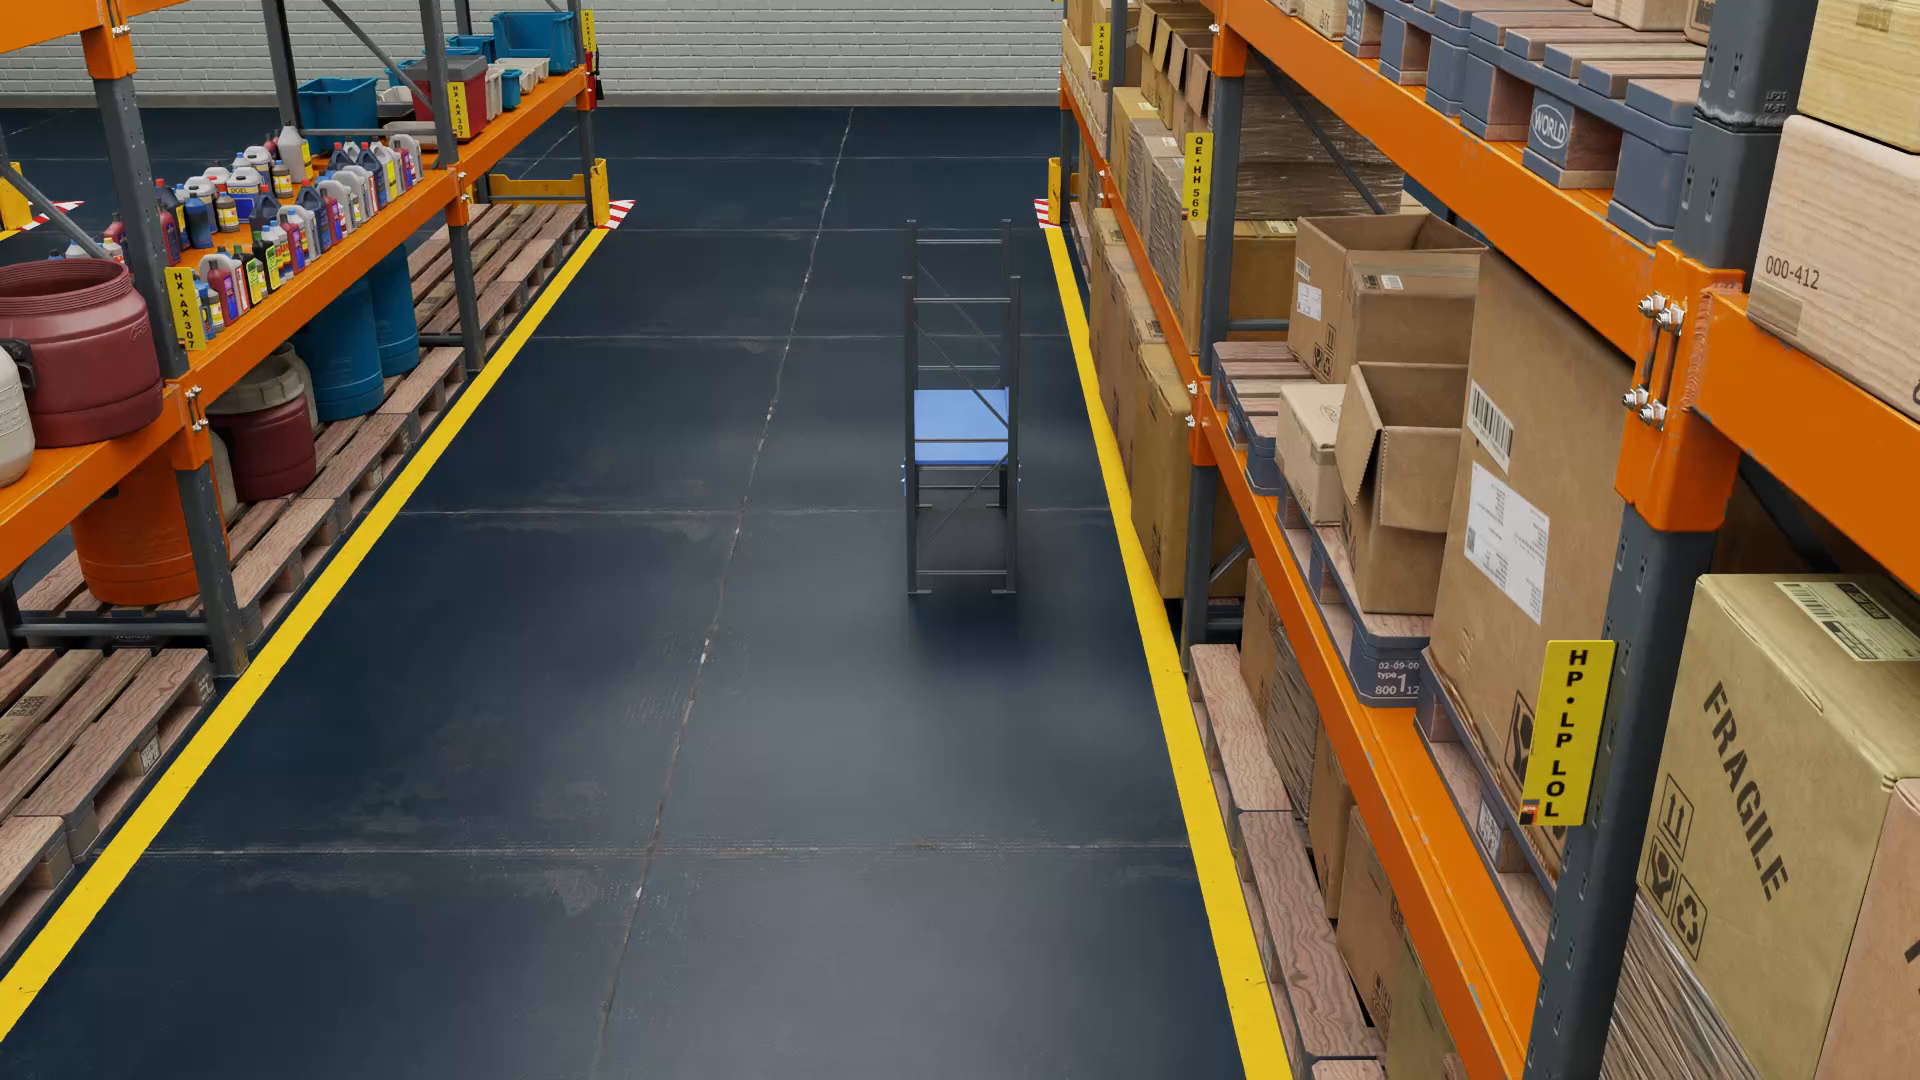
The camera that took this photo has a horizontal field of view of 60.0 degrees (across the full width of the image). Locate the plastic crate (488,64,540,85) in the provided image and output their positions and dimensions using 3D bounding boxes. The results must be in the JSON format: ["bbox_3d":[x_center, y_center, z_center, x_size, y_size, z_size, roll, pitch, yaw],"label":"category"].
[{"bbox_3d":[-3.424,-3.553,12.712,0.396,0.136,0.243,0,24,-1],"label":"plastic crate"}]

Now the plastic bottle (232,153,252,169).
[{"bbox_3d":[-3.957,-2.002,9.193,0.097,0.271,0.097,0,24,0],"label":"plastic bottle"}]

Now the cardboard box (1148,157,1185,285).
[{"bbox_3d":[1.176,-1.493,7.790,0.500,0.500,0.500,-1,24,-2],"label":"cardboard box"}]

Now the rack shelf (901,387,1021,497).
[{"bbox_3d":[0.001,-0.484,7.937,0.538,0.185,1.000,0,24,-1],"label":"rack shelf"}]

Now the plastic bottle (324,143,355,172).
[{"bbox_3d":[-3.364,-1.975,9.037,0.144,0.351,0.185,0,24,-1],"label":"plastic bottle"}]

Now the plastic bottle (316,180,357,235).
[{"bbox_3d":[-3.218,-1.725,8.575,0.152,0.276,0.135,0,24,-1],"label":"plastic bottle"}]

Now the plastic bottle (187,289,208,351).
[{"bbox_3d":[-3.197,-0.927,6.810,0.152,0.276,0.135,0,24,-1],"label":"plastic bottle"}]

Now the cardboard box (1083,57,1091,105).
[{"bbox_3d":[1.113,-3.146,11.386,0.500,0.250,0.500,0,24,1],"label":"cardboard box"}]

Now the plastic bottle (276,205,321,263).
[{"bbox_3d":[-3.212,-1.498,8.073,0.152,0.276,0.135,0,24,-1],"label":"plastic bottle"}]

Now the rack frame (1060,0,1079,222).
[{"bbox_3d":[1.350,-4.122,13.725,1.000,3.000,0.127,0,24,-1],"label":"rack frame"}]

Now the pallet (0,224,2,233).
[{"bbox_3d":[-8.545,-2.449,13.409,1.003,0.211,1.213,0,24,-1],"label":"pallet"}]

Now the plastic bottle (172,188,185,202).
[{"bbox_3d":[-3.947,-1.636,8.383,0.097,0.271,0.097,0,24,0],"label":"plastic bottle"}]

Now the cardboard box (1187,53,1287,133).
[{"bbox_3d":[1.441,-1.898,7.469,0.797,0.503,0.637,0,24,1],"label":"cardboard box"}]

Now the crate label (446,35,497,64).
[{"bbox_3d":[-3.929,-3.948,13.470,0.416,0.233,0.303,0,24,-1],"label":"crate label"}]

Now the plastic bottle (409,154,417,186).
[{"bbox_3d":[-3.203,-2.153,9.611,0.097,0.201,0.097,0,24,0],"label":"plastic bottle"}]

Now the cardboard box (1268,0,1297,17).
[{"bbox_3d":[1.193,-1.718,4.950,0.500,0.250,0.500,0,24,1],"label":"cardboard box"}]

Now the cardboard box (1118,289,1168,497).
[{"bbox_3d":[1.449,-0.701,8.229,1.225,0.875,0.875,0,24,0],"label":"cardboard box"}]

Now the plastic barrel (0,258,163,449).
[{"bbox_3d":[-3.207,-0.676,5.939,0.600,0.536,0.708,0,24,-1],"label":"plastic barrel"}]

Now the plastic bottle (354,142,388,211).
[{"bbox_3d":[-3.219,-1.976,9.039,0.144,0.351,0.185,0,24,-1],"label":"plastic bottle"}]

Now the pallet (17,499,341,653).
[{"bbox_3d":[-3.565,0.142,7.679,1.003,0.211,1.213,0,24,-1],"label":"pallet"}]

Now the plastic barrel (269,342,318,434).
[{"bbox_3d":[-3.645,-0.761,8.801,0.421,0.512,0.421,0,24,0],"label":"plastic barrel"}]

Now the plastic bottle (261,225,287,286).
[{"bbox_3d":[-3.179,-1.313,7.670,0.097,0.271,0.097,0,24,0],"label":"plastic bottle"}]

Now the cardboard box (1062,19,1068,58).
[{"bbox_3d":[1.086,-3.991,13.254,0.500,0.250,0.500,-1,24,-2],"label":"cardboard box"}]

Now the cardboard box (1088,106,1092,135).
[{"bbox_3d":[1.055,-2.802,11.109,0.380,0.149,0.250,0,24,0],"label":"cardboard box"}]

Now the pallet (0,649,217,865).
[{"bbox_3d":[-3.545,0.786,6.255,1.003,0.211,1.213,0,24,-1],"label":"pallet"}]

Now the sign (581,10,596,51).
[{"bbox_3d":[-3.052,-4.184,13.662,0.100,0.325,0.005,0,24,-1],"label":"sign"}]

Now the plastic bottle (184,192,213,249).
[{"bbox_3d":[-3.802,-1.596,8.295,0.097,0.271,0.097,0,24,0],"label":"plastic bottle"}]

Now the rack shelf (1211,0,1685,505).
[{"bbox_3d":[1.459,-1.041,4.144,1.077,0.370,4.000,0,24,-1],"label":"rack shelf"}]

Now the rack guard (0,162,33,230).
[{"bbox_3d":[-8.555,-2.909,14.076,1.175,0.500,0.348,0,24,-1],"label":"rack guard"}]

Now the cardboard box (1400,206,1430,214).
[{"bbox_3d":[1.704,-1.073,6.861,0.500,0.500,0.500,0,24,1],"label":"cardboard box"}]

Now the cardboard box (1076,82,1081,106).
[{"bbox_3d":[1.042,-3.226,12.048,0.380,0.149,0.250,-1,24,-2],"label":"cardboard box"}]

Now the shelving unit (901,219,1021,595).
[{"bbox_3d":[0.001,-0.648,7.863,0.538,1.500,1.048,0,24,-1],"label":"shelving unit"}]

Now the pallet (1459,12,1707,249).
[{"bbox_3d":[1.581,-0.714,2.776,1.213,0.211,1.003,0,24,-1],"label":"pallet"}]

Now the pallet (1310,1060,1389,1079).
[{"bbox_3d":[1.471,1.772,4.076,1.003,0.211,1.213,0,24,-1],"label":"pallet"}]

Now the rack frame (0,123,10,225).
[{"bbox_3d":[-8.555,-4.079,13.630,1.000,3.000,0.127,0,24,-1],"label":"rack frame"}]

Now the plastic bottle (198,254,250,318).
[{"bbox_3d":[-3.202,-1.118,7.231,0.152,0.276,0.135,0,24,-1],"label":"plastic bottle"}]

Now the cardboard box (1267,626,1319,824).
[{"bbox_3d":[1.484,0.617,5.745,0.700,0.500,0.500,-2,24,-5],"label":"cardboard box"}]

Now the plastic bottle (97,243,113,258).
[{"bbox_3d":[-3.938,-1.261,7.640,0.097,0.201,0.097,0,24,0],"label":"plastic bottle"}]

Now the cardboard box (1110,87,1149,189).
[{"bbox_3d":[1.149,-2.329,9.638,0.500,0.500,0.500,0,24,0],"label":"cardboard box"}]

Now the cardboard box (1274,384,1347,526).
[{"bbox_3d":[1.226,-0.257,4.851,0.500,0.250,0.500,-1,24,-2],"label":"cardboard box"}]

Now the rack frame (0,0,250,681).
[{"bbox_3d":[-3.515,-0.804,6.387,1.000,3.000,0.127,0,24,-1],"label":"rack frame"}]

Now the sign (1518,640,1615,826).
[{"bbox_3d":[0.926,0.299,2.544,0.100,0.325,0.005,0,24,-1],"label":"sign"}]

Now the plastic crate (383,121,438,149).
[{"bbox_3d":[-3.421,-2.551,10.499,0.396,0.136,0.243,0,24,-1],"label":"plastic crate"}]

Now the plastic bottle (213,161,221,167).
[{"bbox_3d":[-3.972,-1.880,8.908,0.061,0.283,0.133,0,24,-1],"label":"plastic bottle"}]

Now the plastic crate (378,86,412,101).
[{"bbox_3d":[-3.878,-3.075,11.657,0.293,0.136,0.466,0,24,-1],"label":"plastic crate"}]

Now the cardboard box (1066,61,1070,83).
[{"bbox_3d":[1.032,-3.649,12.983,0.380,0.149,0.250,-1,24,-2],"label":"cardboard box"}]

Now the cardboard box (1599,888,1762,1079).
[{"bbox_3d":[1.424,0.827,2.299,0.875,0.500,0.500,0,24,-1],"label":"cardboard box"}]

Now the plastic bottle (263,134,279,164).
[{"bbox_3d":[-3.980,-2.191,9.595,0.061,0.283,0.133,0,24,-1],"label":"plastic bottle"}]

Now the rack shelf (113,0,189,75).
[{"bbox_3d":[-3.537,-2.667,7.739,1.077,0.370,4.000,0,24,-1],"label":"rack shelf"}]

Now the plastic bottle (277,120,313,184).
[{"bbox_3d":[-3.879,-2.266,9.681,0.144,0.351,0.185,0,24,-1],"label":"plastic bottle"}]

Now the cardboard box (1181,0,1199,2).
[{"bbox_3d":[1.644,-3.082,10.334,0.500,0.500,0.500,0,24,-1],"label":"cardboard box"}]

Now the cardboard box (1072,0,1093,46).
[{"bbox_3d":[1.103,-3.913,12.172,0.500,0.500,0.500,-1,24,-2],"label":"cardboard box"}]

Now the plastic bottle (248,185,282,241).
[{"bbox_3d":[-3.360,-1.542,8.079,0.144,0.351,0.185,0,24,-1],"label":"plastic bottle"}]

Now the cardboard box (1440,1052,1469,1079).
[{"bbox_3d":[1.496,1.508,3.776,0.700,0.500,0.500,-2,24,-5],"label":"cardboard box"}]
